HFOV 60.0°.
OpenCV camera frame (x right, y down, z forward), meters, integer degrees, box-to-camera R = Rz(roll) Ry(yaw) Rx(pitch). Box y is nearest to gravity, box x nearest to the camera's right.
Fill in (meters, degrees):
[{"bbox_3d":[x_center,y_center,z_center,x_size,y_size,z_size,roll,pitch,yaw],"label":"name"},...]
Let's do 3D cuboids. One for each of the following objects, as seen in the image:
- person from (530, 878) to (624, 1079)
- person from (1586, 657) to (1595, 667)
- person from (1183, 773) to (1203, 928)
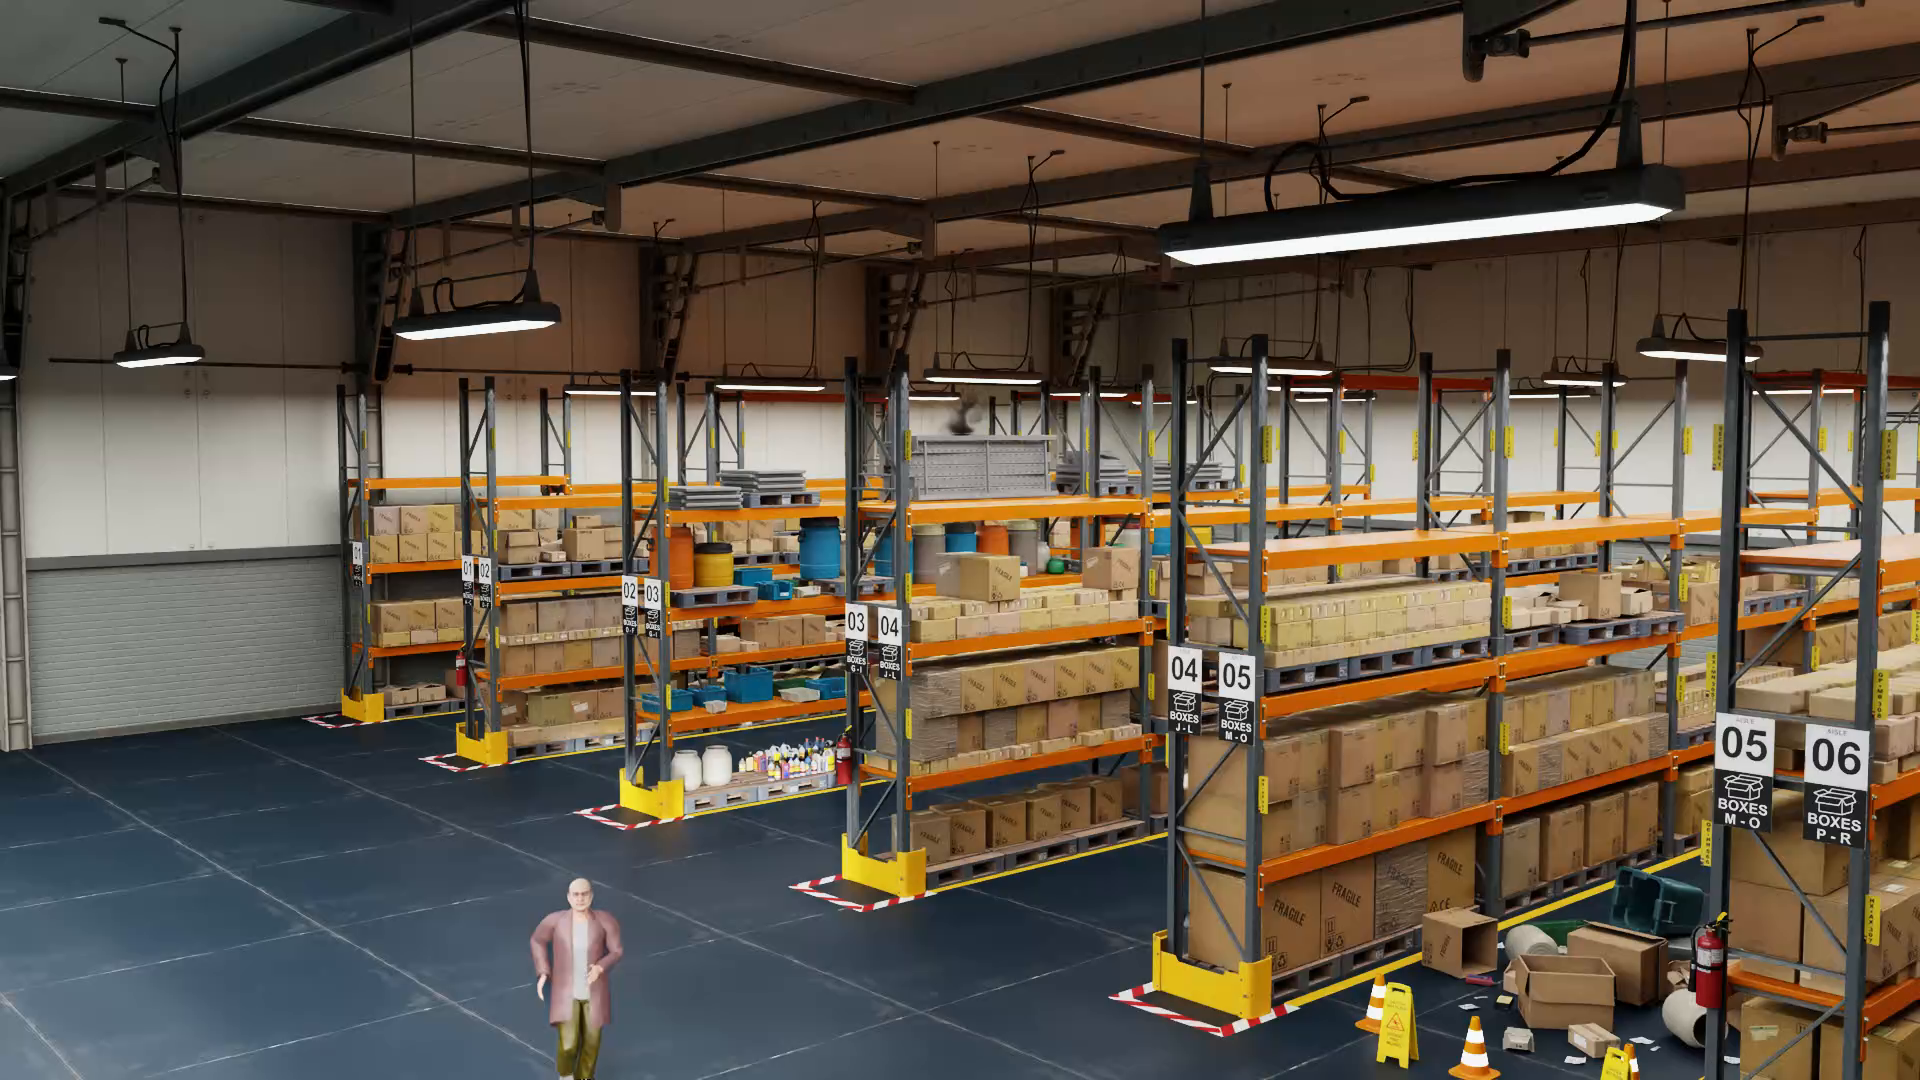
[{"bbox_3d":[-2.893,3.453,12.638,0.690,1.740,0.672,-1,4,-17],"label":"person"},{"bbox_3d":[9.880,2.630,26.015,0.727,1.639,0.567,-4,5,-44],"label":"person"},{"bbox_3d":[2.537,3.100,17.635,0.689,1.796,0.928,3,5,36],"label":"person"}]
